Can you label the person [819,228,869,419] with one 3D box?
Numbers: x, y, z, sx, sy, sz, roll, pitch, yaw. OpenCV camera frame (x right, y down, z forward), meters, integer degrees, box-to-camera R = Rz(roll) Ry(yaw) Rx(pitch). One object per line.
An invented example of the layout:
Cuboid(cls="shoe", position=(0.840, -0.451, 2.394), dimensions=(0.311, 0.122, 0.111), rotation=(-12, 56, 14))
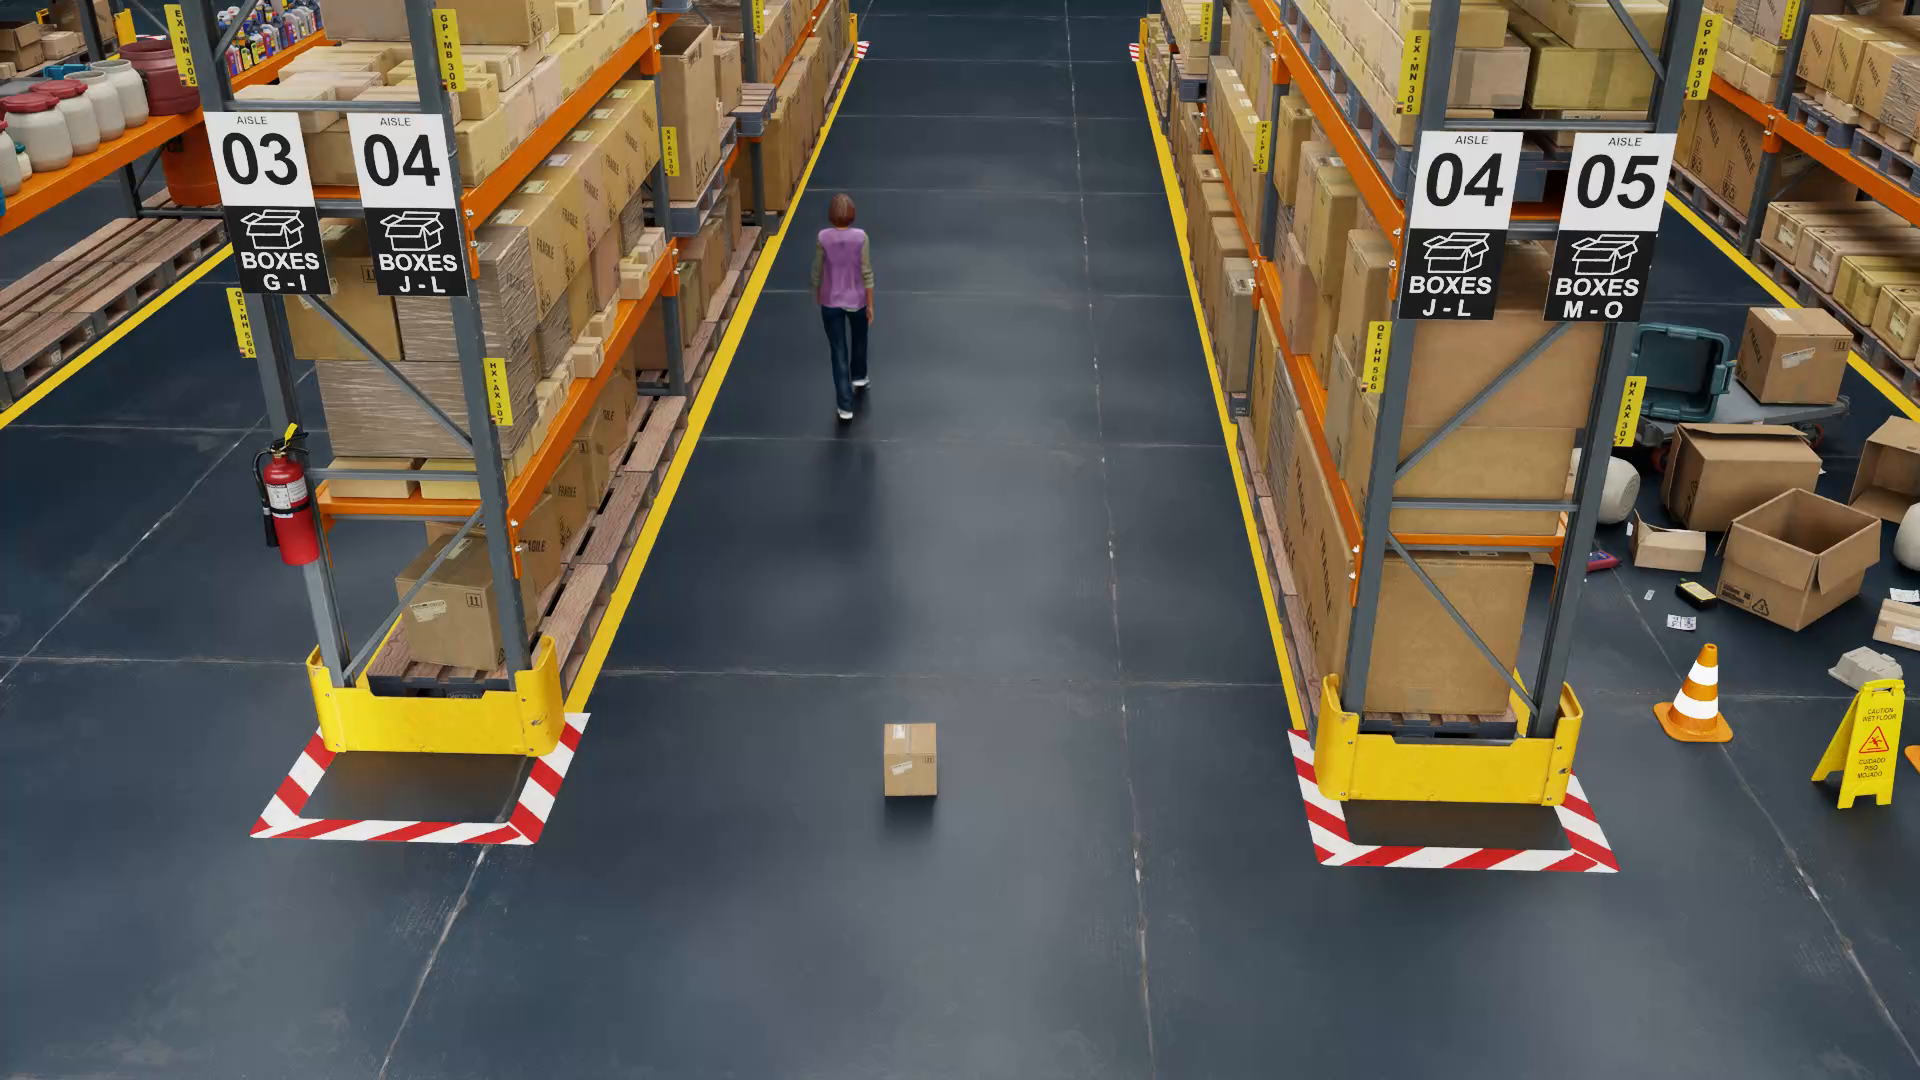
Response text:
Cuboid(cls="person", position=(-0.822, -1.615, 11.834), dimensions=(0.351, 1.343, 0.807), rotation=(-3, 28, -5))
